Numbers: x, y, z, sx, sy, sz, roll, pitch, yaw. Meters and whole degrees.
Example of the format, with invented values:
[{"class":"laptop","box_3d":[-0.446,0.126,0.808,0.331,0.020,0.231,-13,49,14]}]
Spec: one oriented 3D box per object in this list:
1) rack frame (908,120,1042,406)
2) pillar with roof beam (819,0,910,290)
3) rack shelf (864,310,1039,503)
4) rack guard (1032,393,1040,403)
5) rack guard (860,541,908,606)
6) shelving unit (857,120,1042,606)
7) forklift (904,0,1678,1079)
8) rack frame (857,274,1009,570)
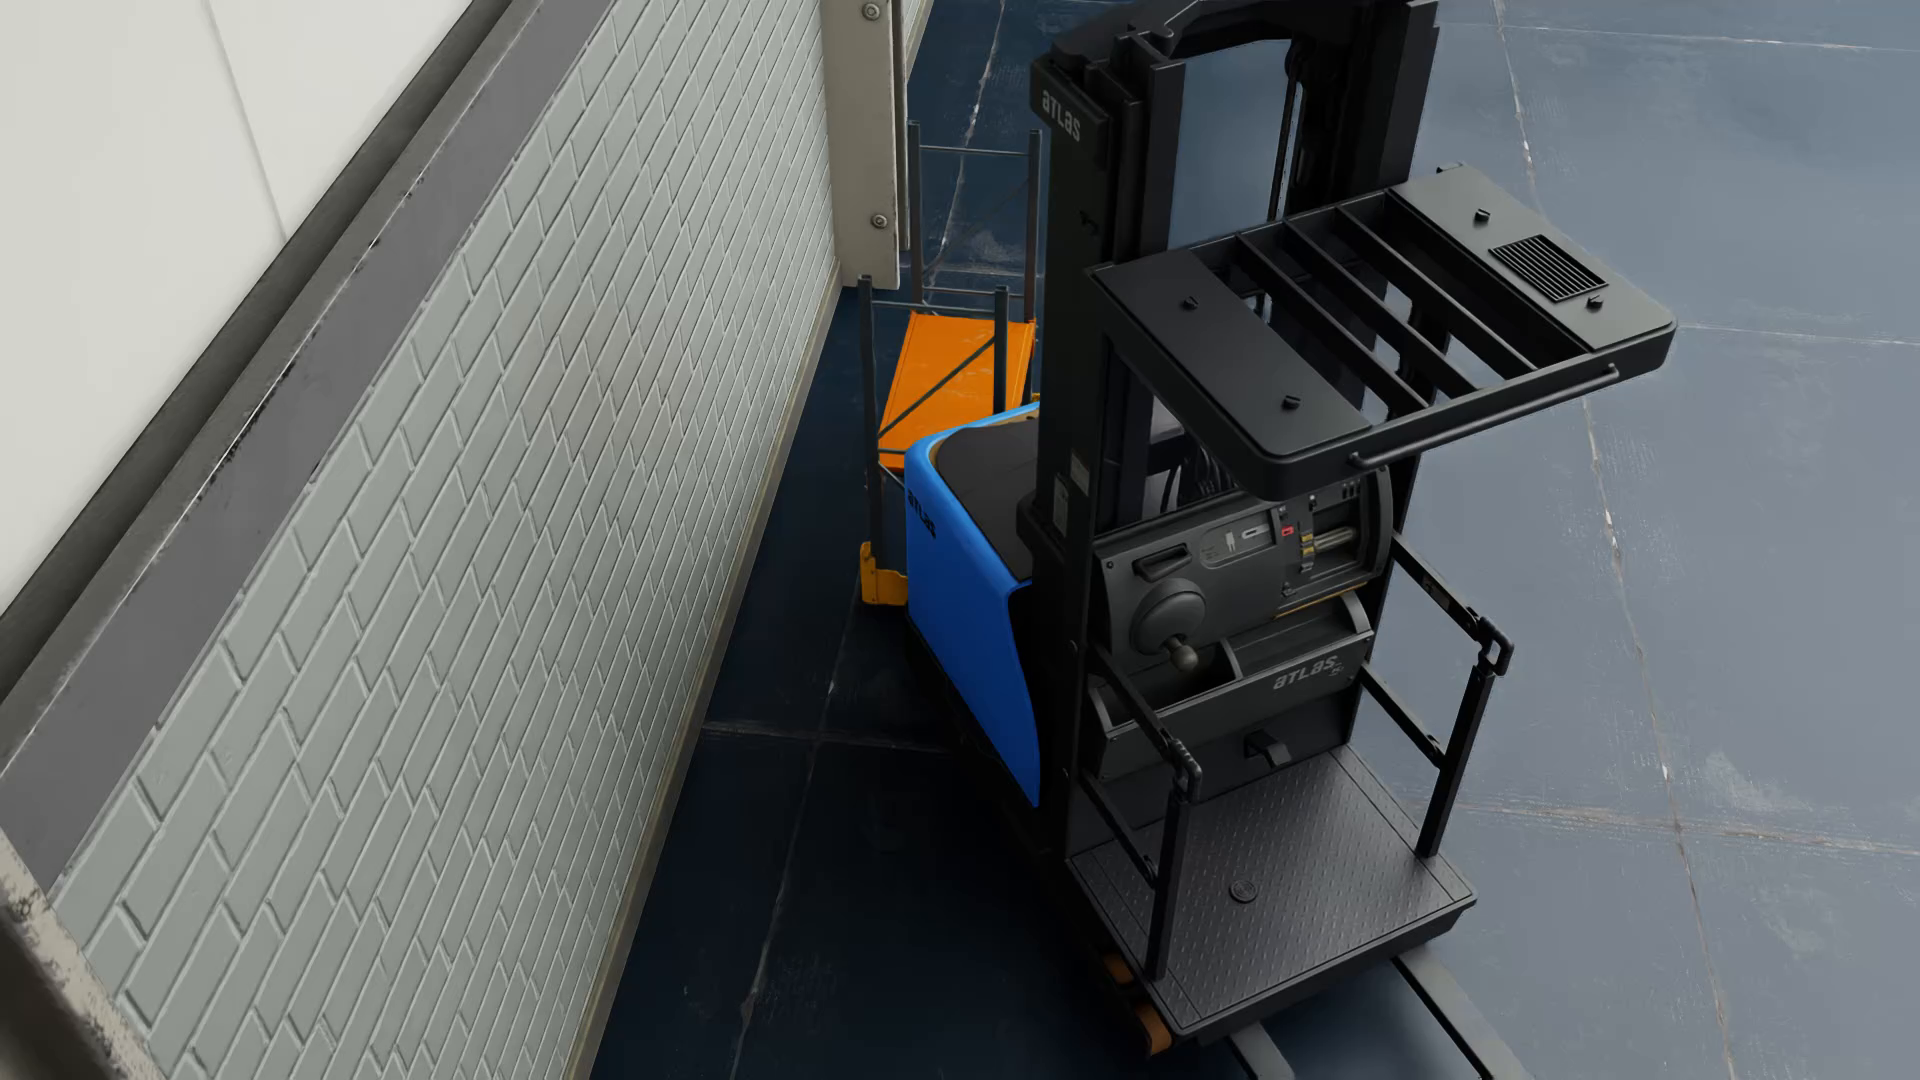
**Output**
[{"class":"rack frame","box_3d":[0.055,-0.994,6.709,0.500,1.500,0.032,6,44,6]},{"class":"pillar with roof beam","box_3d":[3.841,-4.232,4.674,9.100,9.000,0.400,5,44,6]},{"class":"rack shelf","box_3d":[-0.017,-0.517,6.467,0.538,0.185,1.000,6,44,6]},{"class":"rack guard","box_3d":[0.052,-0.527,7.124,0.587,0.250,0.087,6,44,6]},{"class":"rack guard","box_3d":[-0.089,0.151,6.408,0.587,0.250,0.087,6,44,6]},{"class":"shelving unit","box_3d":[-0.018,-0.642,6.337,0.587,1.500,1.083,6,44,6]},{"class":"forklift","box_3d":[0.898,0.154,4.455,1.130,2.935,3.031,-19,47,-19]},{"class":"rack frame","box_3d":[-0.089,-0.302,5.978,0.500,1.500,0.032,6,44,6]}]
